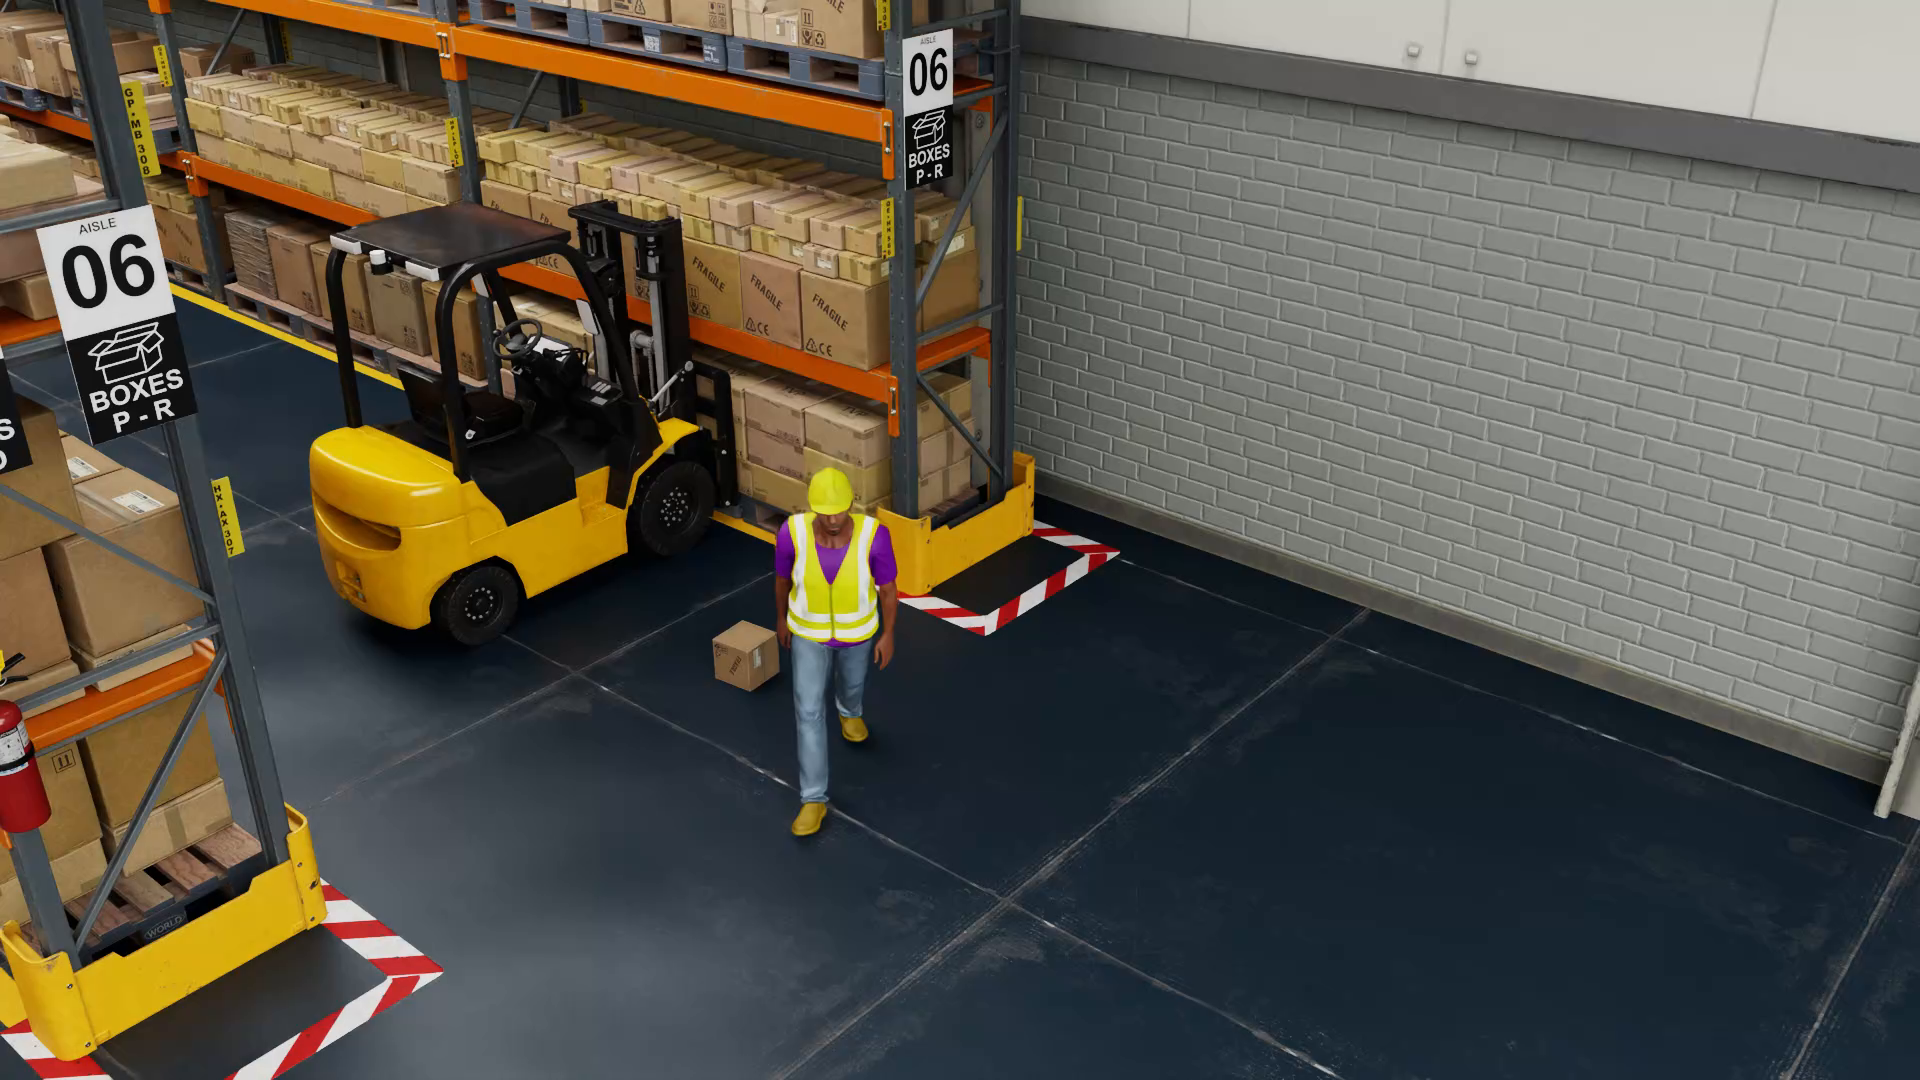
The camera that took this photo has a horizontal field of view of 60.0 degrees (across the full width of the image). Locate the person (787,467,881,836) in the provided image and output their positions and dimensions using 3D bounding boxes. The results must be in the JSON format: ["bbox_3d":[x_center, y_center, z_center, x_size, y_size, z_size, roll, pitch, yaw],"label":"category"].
[{"bbox_3d":[-0.594,0.422,7.800,0.480,1.693,1.084,-3,27,-5],"label":"person"}]
